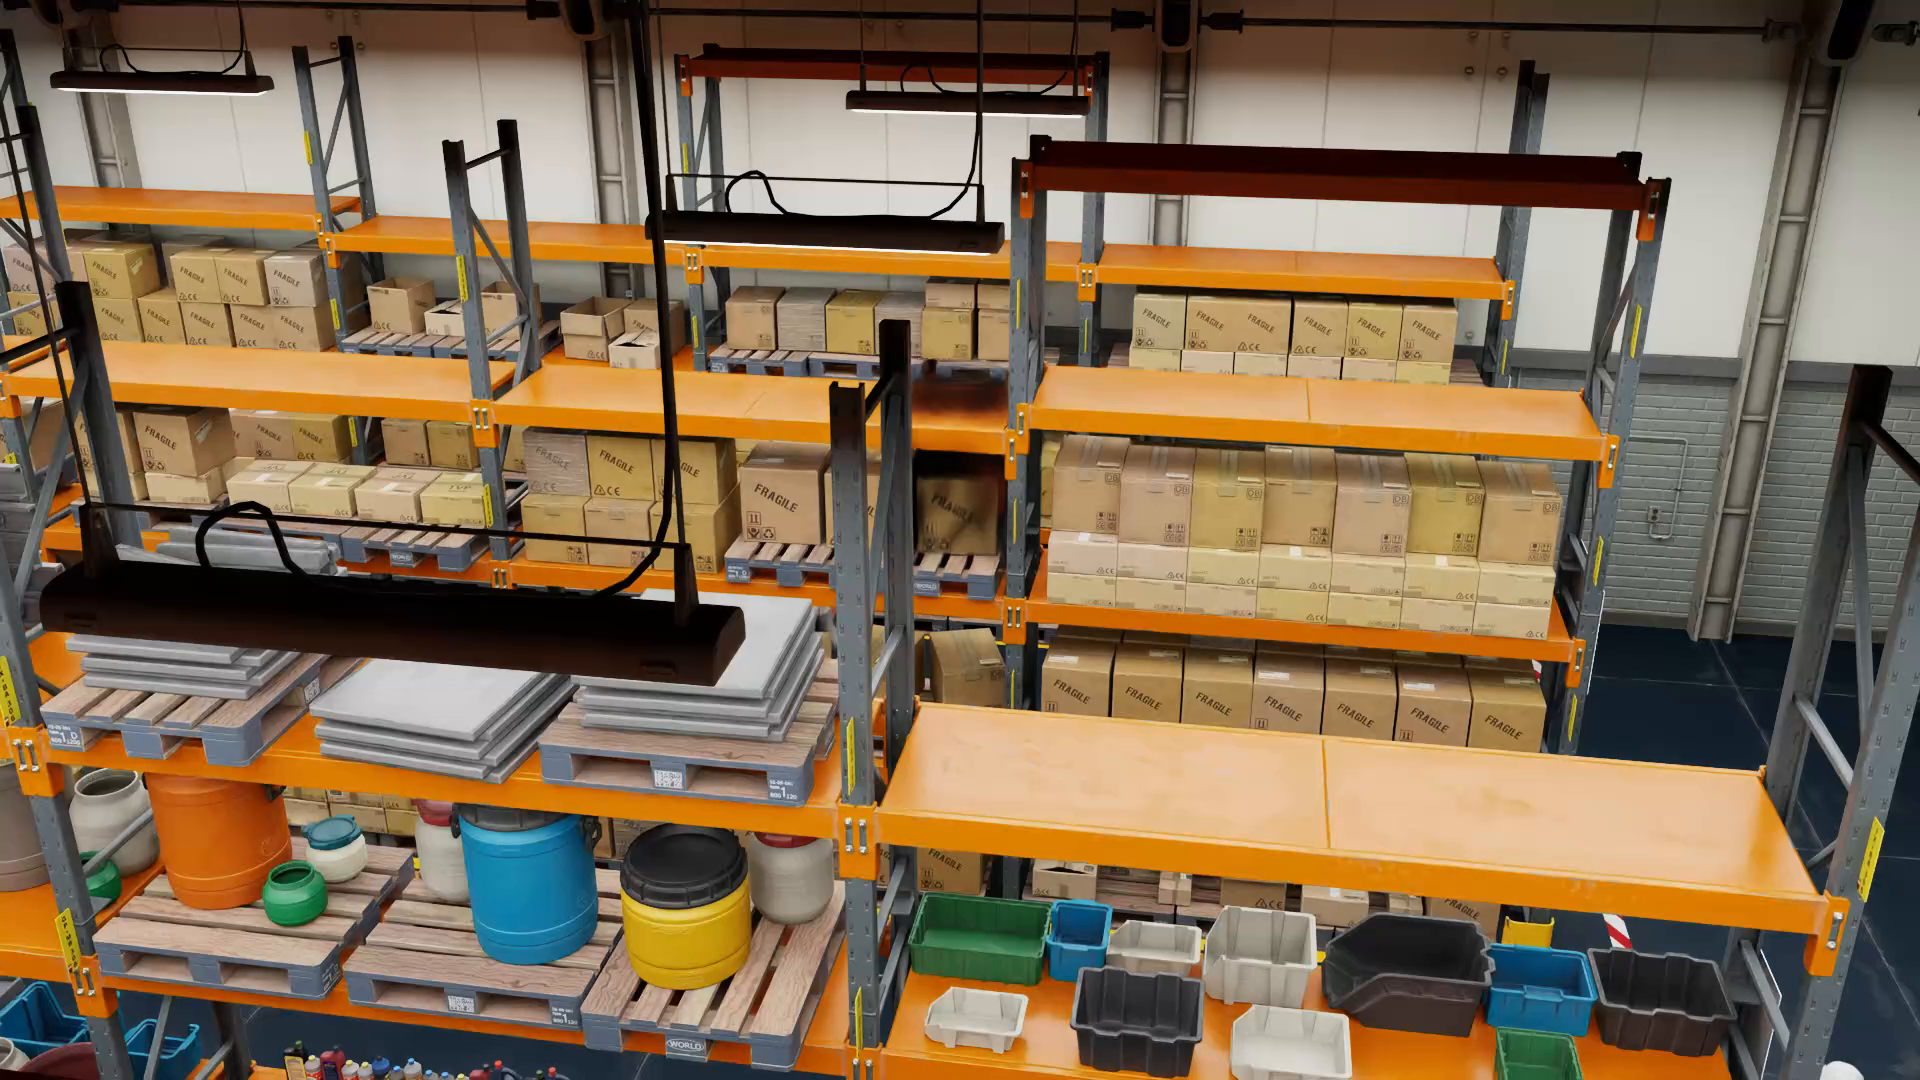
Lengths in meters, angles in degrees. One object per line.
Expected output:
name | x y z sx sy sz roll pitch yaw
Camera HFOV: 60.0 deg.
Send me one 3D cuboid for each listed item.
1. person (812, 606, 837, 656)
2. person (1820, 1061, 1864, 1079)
person | -1.469 0.685 16.330 0.551 1.756 0.481 -17 29 -35
person | 4.771 3.680 9.410 0.435 1.791 0.588 -4 23 -10
